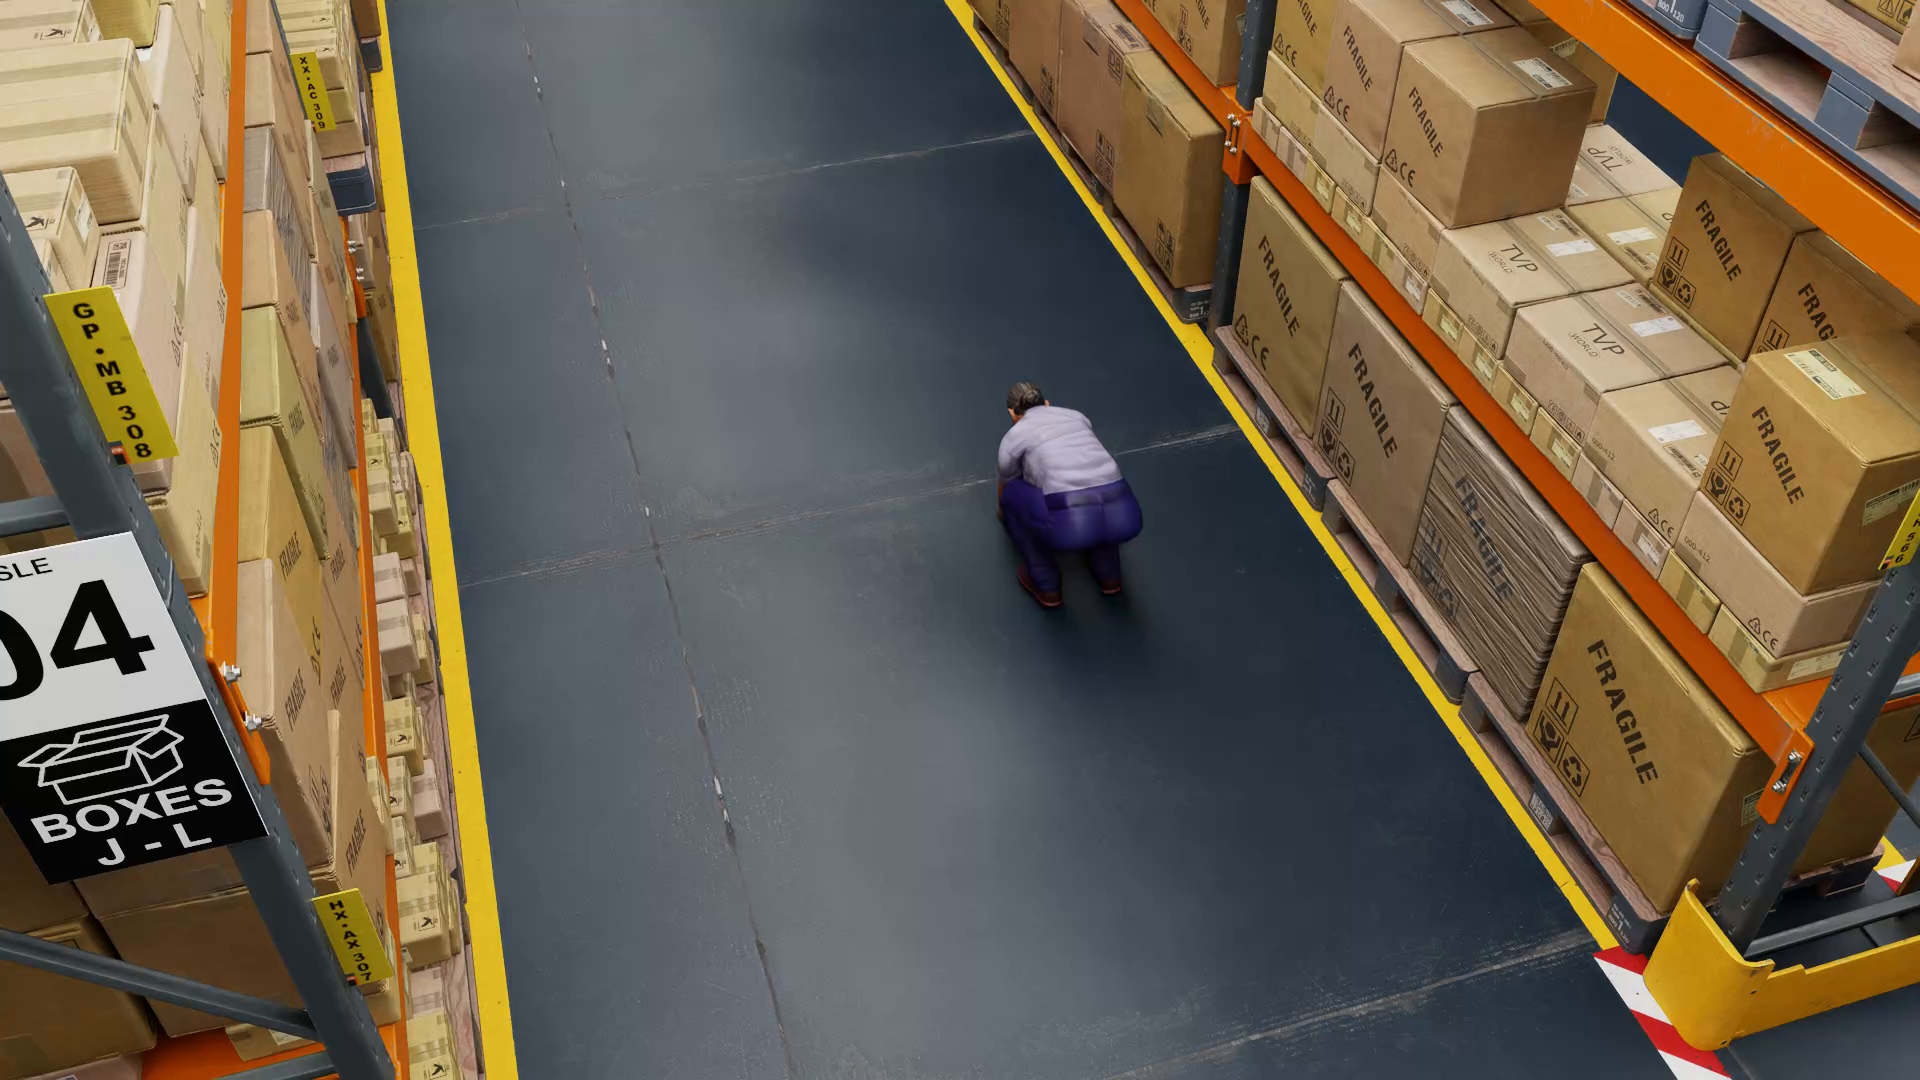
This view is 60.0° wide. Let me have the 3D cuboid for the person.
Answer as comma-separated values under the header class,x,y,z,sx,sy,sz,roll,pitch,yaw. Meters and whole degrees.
class,x,y,z,sx,sy,sz,roll,pitch,yaw
person,0.464,-0.439,6.643,0.494,1.655,0.463,-12,44,-13
